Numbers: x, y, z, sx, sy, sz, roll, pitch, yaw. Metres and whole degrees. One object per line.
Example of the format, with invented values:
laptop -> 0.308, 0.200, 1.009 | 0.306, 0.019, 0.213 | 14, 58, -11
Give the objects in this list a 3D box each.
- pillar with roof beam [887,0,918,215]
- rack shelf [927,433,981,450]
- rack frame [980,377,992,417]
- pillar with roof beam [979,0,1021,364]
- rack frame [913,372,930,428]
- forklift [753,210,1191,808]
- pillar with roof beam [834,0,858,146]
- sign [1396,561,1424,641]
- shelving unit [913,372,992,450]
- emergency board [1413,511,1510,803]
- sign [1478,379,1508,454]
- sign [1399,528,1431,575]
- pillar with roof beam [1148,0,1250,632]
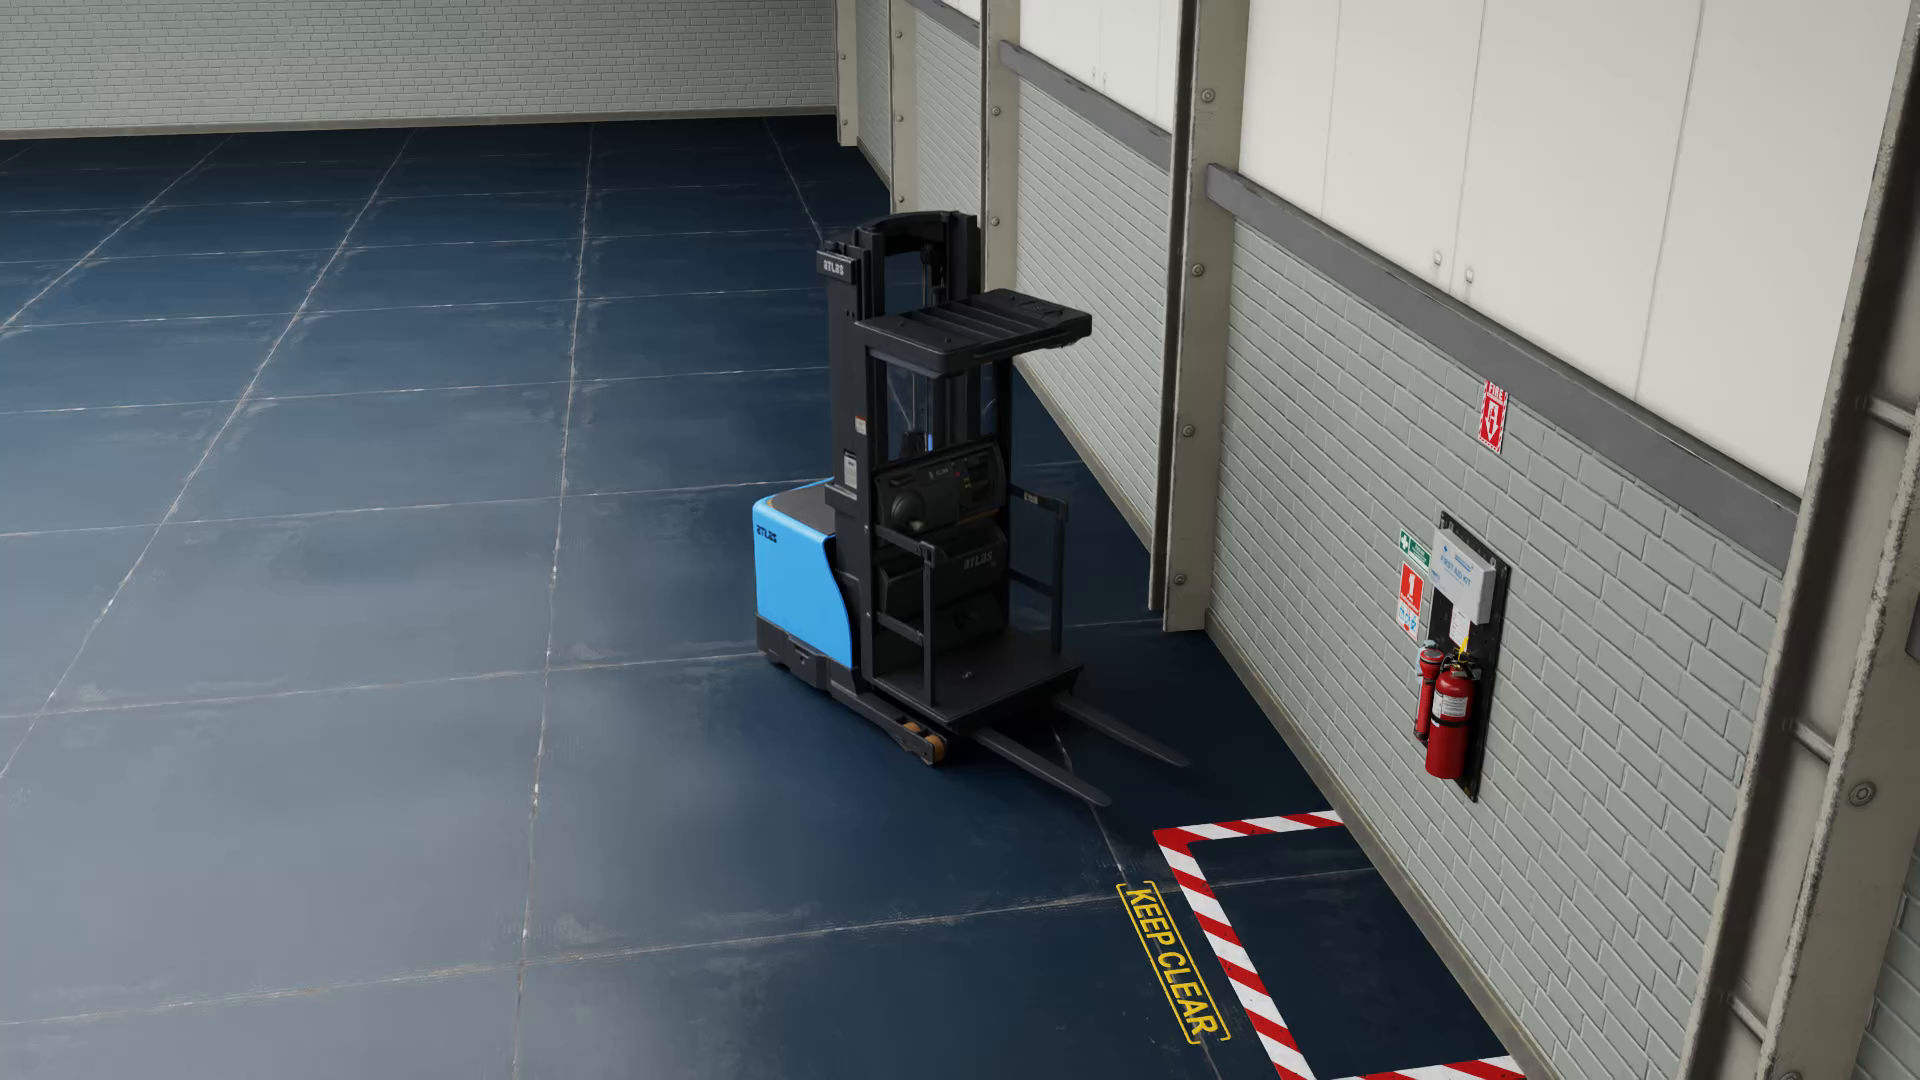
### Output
pillar with roof beam -> -4.968, -8.000, 19.567 | 9.100, 9.000, 0.400 | -4, 24, -10
rack shelf -> -0.016, -0.556, 12.341 | 0.538, 0.185, 1.000 | -4, 24, -10
rack frame -> 0.078, -0.521, 11.811 | 0.500, 1.500, 0.032 | -4, 24, -10
pillar with roof beam -> -3.858, -5.640, 14.163 | 9.100, 9.000, 0.400 | -4, 24, -10
rack frame -> -0.110, -0.921, 12.727 | 0.500, 1.500, 0.032 | -4, 24, -10
forklift -> 0.031, -0.284, 9.480 | 1.130, 2.935, 3.031 | -19, 30, -37
pillar with roof beam -> -6.077, -10.360, 24.970 | 9.100, 9.000, 0.400 | -4, 24, -10
sign -> 2.171, 0.294, 8.026 | 0.001, 0.329, 0.234 | -4, 24, -10
shelving unit -> -0.016, -0.721, 12.269 | 0.538, 1.500, 1.048 | -4, 24, -10
emergency board -> 2.172, 0.536, 7.518 | 0.194, 1.169, 0.643 | -4, 24, -10
sign -> 2.268, -0.537, 7.078 | 0.001, 0.298, 0.199 | -4, 24, -10
sign -> 2.163, 0.054, 7.915 | 0.001, 0.109, 0.331 | -4, 24, -10
pillar with roof beam -> -2.749, -3.280, 8.759 | 9.100, 9.000, 0.400 | -4, 24, -10
